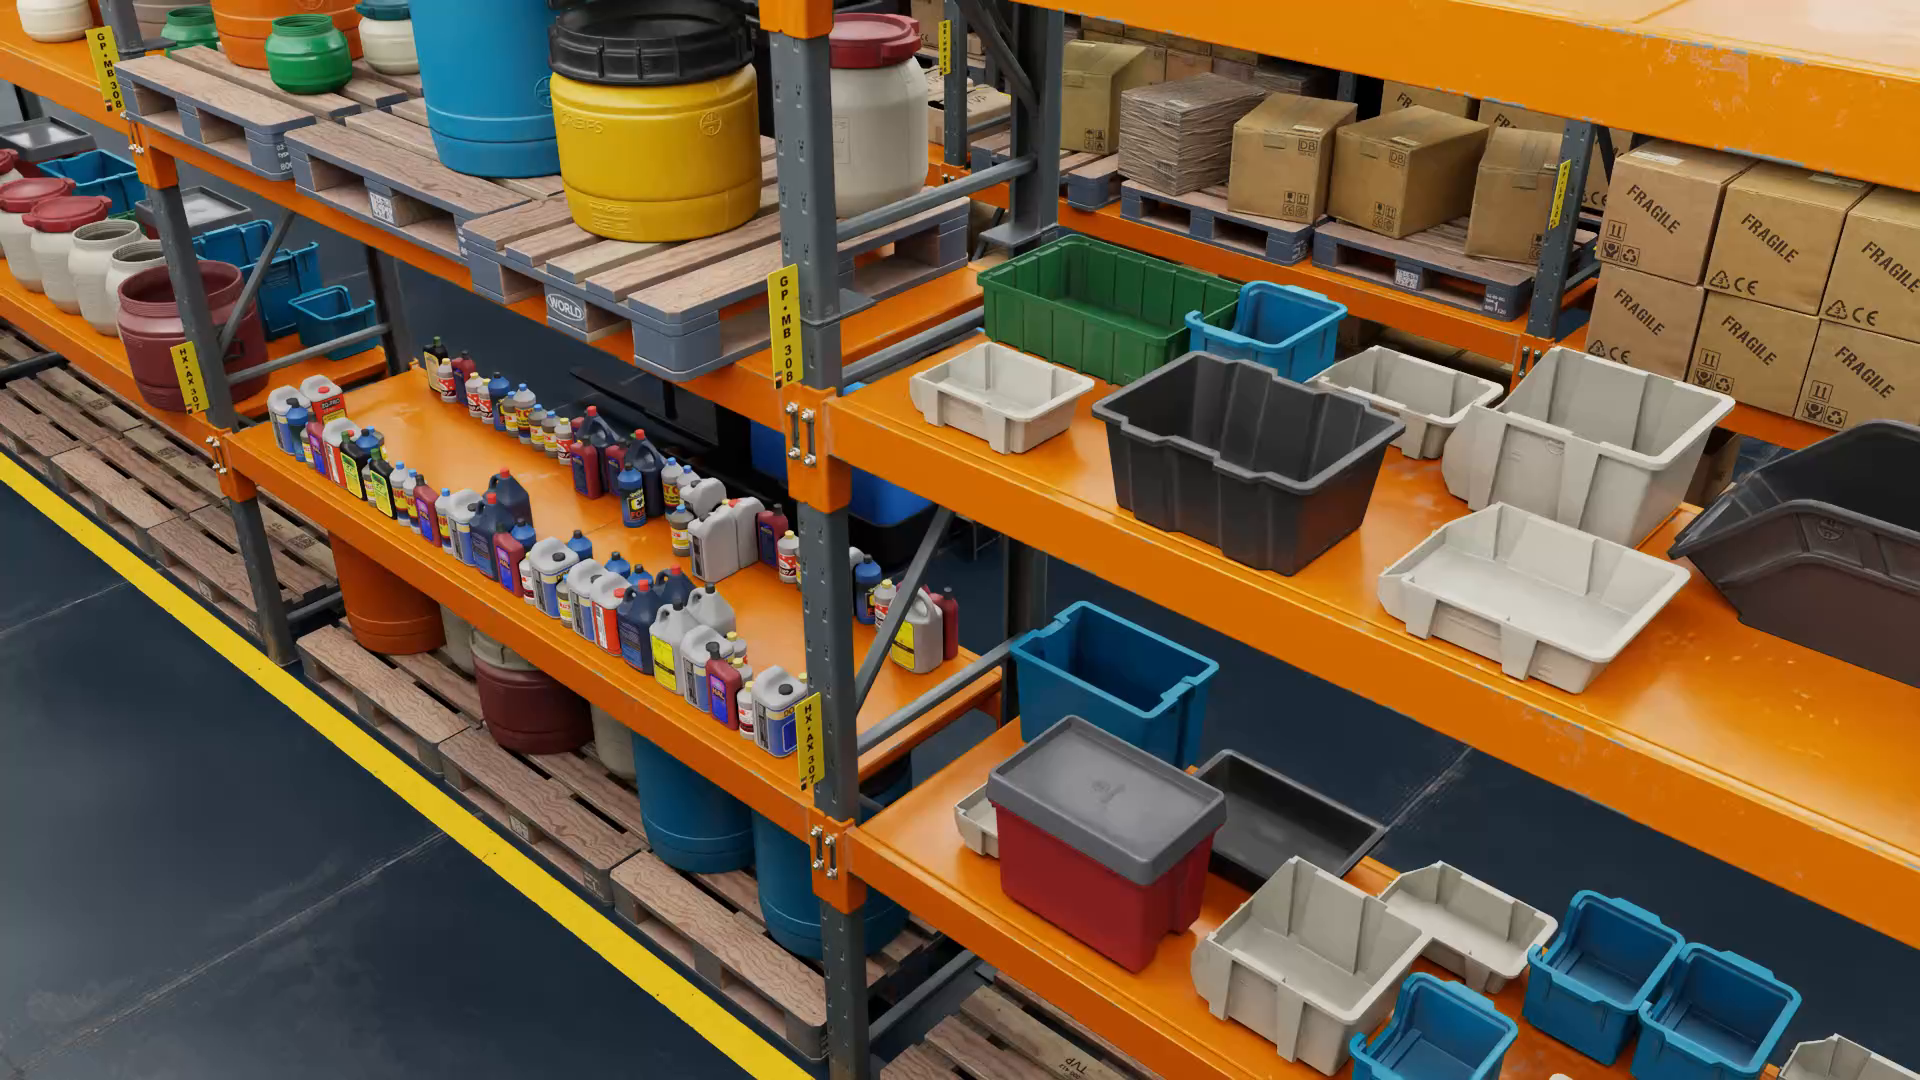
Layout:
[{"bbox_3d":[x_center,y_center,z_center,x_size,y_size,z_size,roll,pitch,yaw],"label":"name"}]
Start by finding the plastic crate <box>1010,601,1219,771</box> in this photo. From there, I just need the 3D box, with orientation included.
[{"bbox_3d":[0.490,0.536,5.408,0.575,0.384,0.392,25,39,35],"label":"plastic crate"}]

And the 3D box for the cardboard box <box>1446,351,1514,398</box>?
[{"bbox_3d":[3.047,-0.747,9.580,0.500,0.500,0.500,23,38,33],"label":"cardboard box"}]

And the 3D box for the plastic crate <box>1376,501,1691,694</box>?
[{"bbox_3d":[1.182,0.116,3.497,0.530,0.136,0.437,25,39,35],"label":"plastic crate"}]

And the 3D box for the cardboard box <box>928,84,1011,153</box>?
[{"bbox_3d":[0.036,-2.858,11.175,0.500,0.311,0.500,-27,40,-37],"label":"cardboard box"}]

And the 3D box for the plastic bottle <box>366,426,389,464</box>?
[{"bbox_3d":[-2.534,-0.396,7.192,0.097,0.201,0.097,0,31,0],"label":"plastic bottle"}]

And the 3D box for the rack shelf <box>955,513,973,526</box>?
[{"bbox_3d":[0.078,-0.166,9.068,0.200,0.077,0.258,25,39,35],"label":"rack shelf"}]

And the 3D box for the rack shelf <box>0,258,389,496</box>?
[{"bbox_3d":[-4.533,-1.244,9.106,4.000,0.370,1.077,25,39,35],"label":"rack shelf"}]

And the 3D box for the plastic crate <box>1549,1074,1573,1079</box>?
[{"bbox_3d":[1.495,1.494,4.057,0.250,0.136,0.298,25,39,35],"label":"plastic crate"}]

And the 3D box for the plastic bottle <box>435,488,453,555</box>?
[{"bbox_3d":[-2.023,-0.082,6.602,0.097,0.271,0.097,0,31,0],"label":"plastic bottle"}]

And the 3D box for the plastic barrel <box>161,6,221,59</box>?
[{"bbox_3d":[-3.268,-2.145,7.147,0.294,0.245,0.294,0,31,0],"label":"plastic barrel"}]

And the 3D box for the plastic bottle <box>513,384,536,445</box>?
[{"bbox_3d":[-1.931,-0.567,7.408,0.097,0.271,0.097,0,31,0],"label":"plastic bottle"}]

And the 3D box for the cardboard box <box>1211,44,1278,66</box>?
[{"bbox_3d":[2.648,-4.538,15.150,0.500,0.250,0.500,26,40,36],"label":"cardboard box"}]

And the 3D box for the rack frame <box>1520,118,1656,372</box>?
[{"bbox_3d":[3.242,-1.369,8.616,0.127,3.000,1.000,25,39,35],"label":"rack frame"}]

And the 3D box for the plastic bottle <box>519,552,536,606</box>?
[{"bbox_3d":[-1.615,0.139,6.304,0.097,0.201,0.097,0,31,0],"label":"plastic bottle"}]

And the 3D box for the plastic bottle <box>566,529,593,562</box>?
[{"bbox_3d":[-1.441,0.084,6.326,0.097,0.271,0.097,0,31,0],"label":"plastic bottle"}]

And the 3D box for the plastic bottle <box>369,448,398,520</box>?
[{"bbox_3d":[-2.364,-0.233,6.842,0.133,0.283,0.061,25,39,35],"label":"plastic bottle"}]

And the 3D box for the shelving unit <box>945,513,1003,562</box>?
[{"bbox_3d":[0.078,-0.349,8.958,0.210,0.900,0.258,25,39,35],"label":"shelving unit"}]

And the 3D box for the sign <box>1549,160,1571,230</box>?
[{"bbox_3d":[2.872,-1.652,7.962,0.005,0.325,0.100,25,39,35],"label":"sign"}]

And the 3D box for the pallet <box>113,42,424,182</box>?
[{"bbox_3d":[-2.549,-1.763,6.544,1.213,0.211,1.003,25,39,35],"label":"pallet"}]

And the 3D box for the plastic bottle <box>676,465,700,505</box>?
[{"bbox_3d":[-1.098,-0.178,6.762,0.097,0.271,0.097,0,31,0],"label":"plastic bottle"}]

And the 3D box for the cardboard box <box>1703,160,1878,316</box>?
[{"bbox_3d":[3.785,-1.391,7.586,0.500,0.500,0.500,24,38,34],"label":"cardboard box"}]

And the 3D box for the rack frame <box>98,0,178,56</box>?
[{"bbox_3d":[-3.051,-3.431,6.224,0.127,3.000,1.000,25,39,35],"label":"rack frame"}]

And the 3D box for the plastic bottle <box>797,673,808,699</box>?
[{"bbox_3d":[-0.524,0.542,5.634,0.097,0.201,0.097,0,31,0],"label":"plastic bottle"}]

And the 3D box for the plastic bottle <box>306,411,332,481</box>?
[{"bbox_3d":[-2.734,-0.406,7.129,0.133,0.283,0.061,25,39,35],"label":"plastic bottle"}]

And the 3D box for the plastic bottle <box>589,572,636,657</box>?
[{"bbox_3d":[-1.239,0.263,6.025,0.135,0.276,0.152,25,39,35],"label":"plastic bottle"}]

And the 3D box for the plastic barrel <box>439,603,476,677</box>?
[{"bbox_3d":[-2.198,0.349,7.766,0.421,0.512,0.421,0,31,0],"label":"plastic barrel"}]

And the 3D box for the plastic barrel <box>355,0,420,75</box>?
[{"bbox_3d":[-2.157,-1.951,6.401,0.301,0.262,0.301,0,31,0],"label":"plastic barrel"}]

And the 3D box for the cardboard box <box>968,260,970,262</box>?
[{"bbox_3d":[-0.278,-1.844,11.664,0.500,0.250,0.500,26,40,36],"label":"cardboard box"}]

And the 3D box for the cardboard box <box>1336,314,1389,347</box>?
[{"bbox_3d":[2.305,-1.415,9.961,0.500,0.250,0.500,25,39,35],"label":"cardboard box"}]

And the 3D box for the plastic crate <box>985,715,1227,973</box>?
[{"bbox_3d":[0.409,0.876,4.767,0.583,0.464,0.402,25,39,35],"label":"plastic crate"}]

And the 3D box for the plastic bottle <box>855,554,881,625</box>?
[{"bbox_3d":[-0.339,0.176,6.174,0.097,0.271,0.097,0,31,0],"label":"plastic bottle"}]

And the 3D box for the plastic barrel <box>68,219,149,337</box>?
[{"bbox_3d":[-4.269,-1.329,8.440,0.421,0.512,0.421,0,31,0],"label":"plastic barrel"}]

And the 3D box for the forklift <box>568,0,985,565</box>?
[{"bbox_3d":[-1.162,-1.760,9.332,3.031,2.935,1.130,25,39,35],"label":"forklift"}]

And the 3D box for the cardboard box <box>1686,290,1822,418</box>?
[{"bbox_3d":[3.819,-0.955,7.831,0.500,0.500,0.500,26,40,36],"label":"cardboard box"}]

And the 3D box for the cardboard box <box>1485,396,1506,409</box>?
[{"bbox_3d":[2.684,-0.548,9.249,0.500,0.500,0.500,25,39,35],"label":"cardboard box"}]

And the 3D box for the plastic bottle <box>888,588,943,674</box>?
[{"bbox_3d":[-0.158,0.285,5.916,0.185,0.351,0.144,25,39,35],"label":"plastic bottle"}]

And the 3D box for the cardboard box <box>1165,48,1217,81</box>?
[{"bbox_3d":[2.337,-4.380,15.614,0.500,0.500,0.700,25,39,35],"label":"cardboard box"}]

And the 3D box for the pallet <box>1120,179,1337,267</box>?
[{"bbox_3d":[1.721,-2.000,9.850,1.213,0.211,1.003,25,39,35],"label":"pallet"}]

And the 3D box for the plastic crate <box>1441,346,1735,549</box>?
[{"bbox_3d":[1.445,-0.211,3.899,0.530,0.282,0.437,25,39,35],"label":"plastic crate"}]

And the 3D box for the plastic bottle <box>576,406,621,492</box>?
[{"bbox_3d":[-1.527,-0.396,7.047,0.185,0.351,0.144,25,39,35],"label":"plastic bottle"}]

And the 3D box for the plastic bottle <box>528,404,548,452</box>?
[{"bbox_3d":[-1.859,-0.503,7.370,0.097,0.201,0.097,0,31,0],"label":"plastic bottle"}]

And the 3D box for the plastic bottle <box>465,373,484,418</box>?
[{"bbox_3d":[-2.220,-0.672,7.650,0.097,0.201,0.097,0,31,0],"label":"plastic bottle"}]

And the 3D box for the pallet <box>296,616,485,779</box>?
[{"bbox_3d":[-2.438,0.591,8.063,1.213,0.211,1.003,25,39,35],"label":"pallet"}]

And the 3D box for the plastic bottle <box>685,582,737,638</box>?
[{"bbox_3d":[-0.889,0.297,5.896,0.185,0.351,0.144,25,39,35],"label":"plastic bottle"}]

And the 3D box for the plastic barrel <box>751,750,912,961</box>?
[{"bbox_3d":[-0.477,1.048,6.228,0.708,0.901,0.600,25,39,35],"label":"plastic barrel"}]

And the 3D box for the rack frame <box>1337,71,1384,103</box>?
[{"bbox_3d":[3.597,-4.649,14.064,0.127,3.000,1.000,25,39,35],"label":"rack frame"}]

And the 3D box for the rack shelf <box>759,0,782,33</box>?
[{"bbox_3d":[-1.568,-2.259,5.363,4.000,0.370,1.077,25,39,35],"label":"rack shelf"}]

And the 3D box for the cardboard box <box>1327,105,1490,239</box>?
[{"bbox_3d":[2.488,-2.055,9.251,0.700,0.500,0.500,-22,38,-32],"label":"cardboard box"}]

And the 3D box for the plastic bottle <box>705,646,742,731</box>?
[{"bbox_3d":[-0.796,0.498,5.627,0.133,0.283,0.061,25,39,35],"label":"plastic bottle"}]

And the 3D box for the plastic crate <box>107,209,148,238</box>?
[{"bbox_3d":[-4.536,-1.659,9.303,0.662,0.188,0.450,25,39,35],"label":"plastic crate"}]

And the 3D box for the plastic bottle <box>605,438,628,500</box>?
[{"bbox_3d":[-1.422,-0.305,6.961,0.133,0.283,0.061,25,39,35],"label":"plastic bottle"}]

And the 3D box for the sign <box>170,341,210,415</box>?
[{"bbox_3d":[-3.415,-0.718,7.375,0.005,0.325,0.100,25,39,35],"label":"sign"}]

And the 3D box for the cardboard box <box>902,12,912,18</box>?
[{"bbox_3d":[-0.541,-5.562,17.918,0.250,0.149,0.380,22,37,31],"label":"cardboard box"}]

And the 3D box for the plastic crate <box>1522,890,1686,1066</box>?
[{"bbox_3d":[1.720,1.183,4.480,0.300,0.233,0.416,25,39,35],"label":"plastic crate"}]

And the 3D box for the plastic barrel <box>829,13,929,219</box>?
[{"bbox_3d":[-0.307,-1.277,5.016,0.433,0.535,0.433,0,31,0],"label":"plastic barrel"}]

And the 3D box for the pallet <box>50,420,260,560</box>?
[{"bbox_3d":[-4.499,-0.371,9.662,1.213,0.211,1.003,25,39,35],"label":"pallet"}]

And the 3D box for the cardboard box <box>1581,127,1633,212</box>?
[{"bbox_3d":[5.333,-3.005,13.011,0.750,0.750,0.750,26,40,36],"label":"cardboard box"}]
